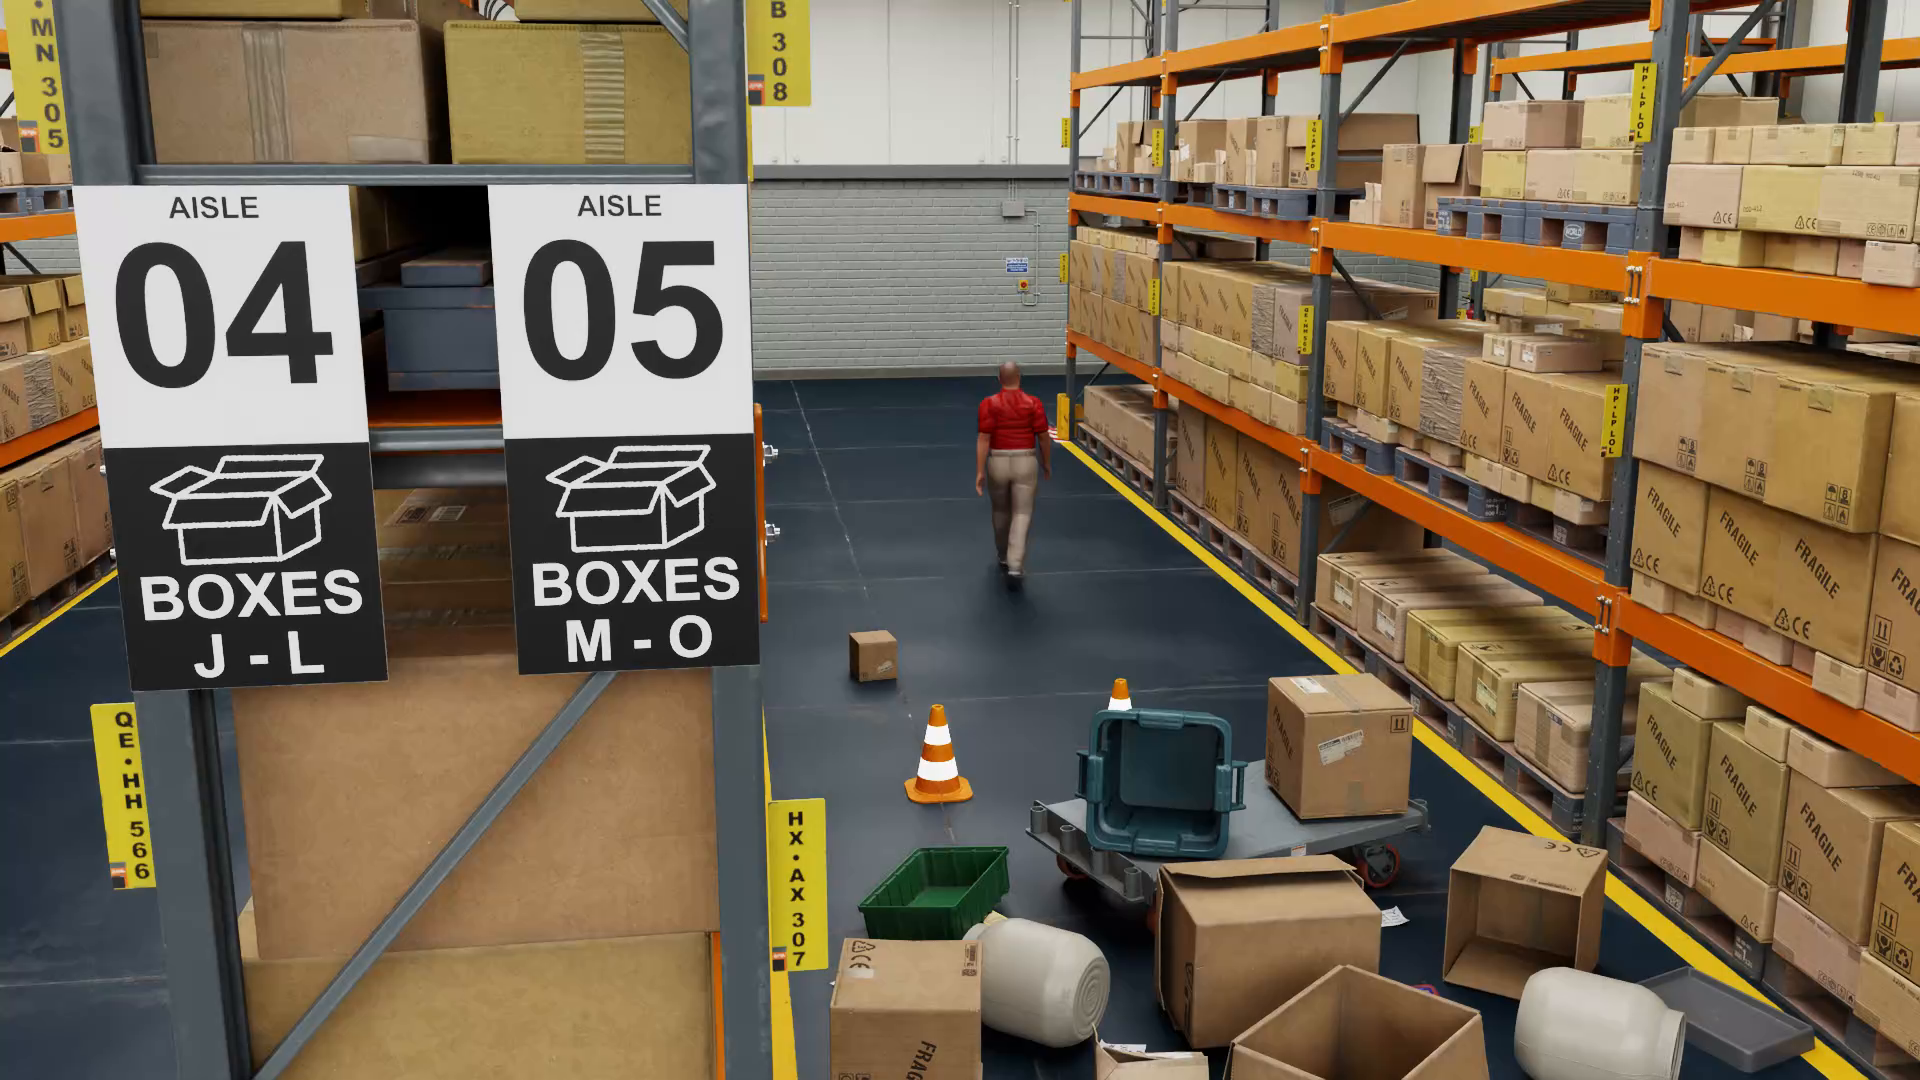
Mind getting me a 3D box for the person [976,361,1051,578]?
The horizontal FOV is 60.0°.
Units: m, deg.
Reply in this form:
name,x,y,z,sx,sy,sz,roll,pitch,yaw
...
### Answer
name,x,y,z,sx,sy,sz,roll,pitch,yaw
person,0.423,-0.565,12.960,0.561,1.673,1.037,2,13,8
